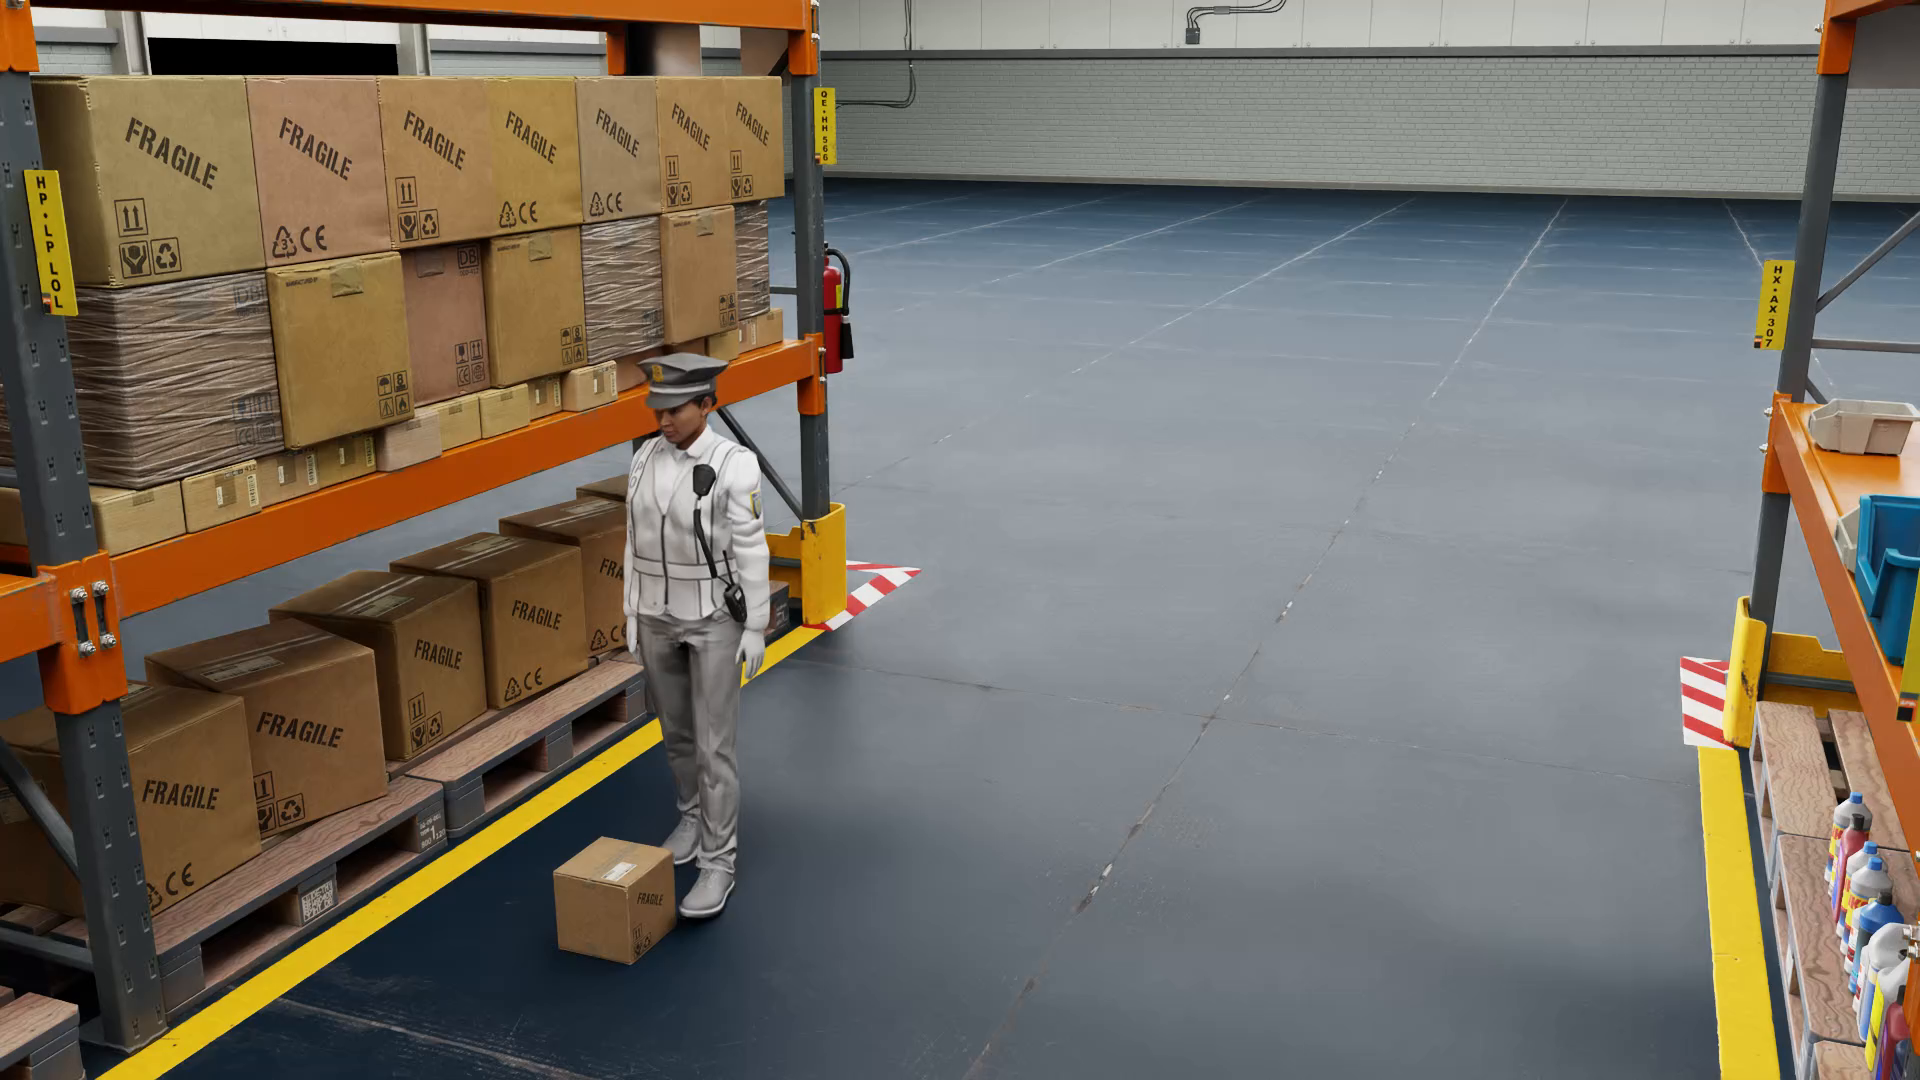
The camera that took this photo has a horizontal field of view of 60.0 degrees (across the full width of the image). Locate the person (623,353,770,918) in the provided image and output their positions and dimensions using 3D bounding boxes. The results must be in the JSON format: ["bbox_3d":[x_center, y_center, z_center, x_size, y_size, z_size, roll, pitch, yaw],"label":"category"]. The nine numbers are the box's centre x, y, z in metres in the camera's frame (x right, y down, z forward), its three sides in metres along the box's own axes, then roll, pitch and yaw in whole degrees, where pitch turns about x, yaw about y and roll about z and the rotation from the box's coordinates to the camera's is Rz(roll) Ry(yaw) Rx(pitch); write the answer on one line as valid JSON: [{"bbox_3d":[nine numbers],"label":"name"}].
[{"bbox_3d":[-0.839,0.269,5.054,0.491,1.666,0.583,6,17,21],"label":"person"}]
